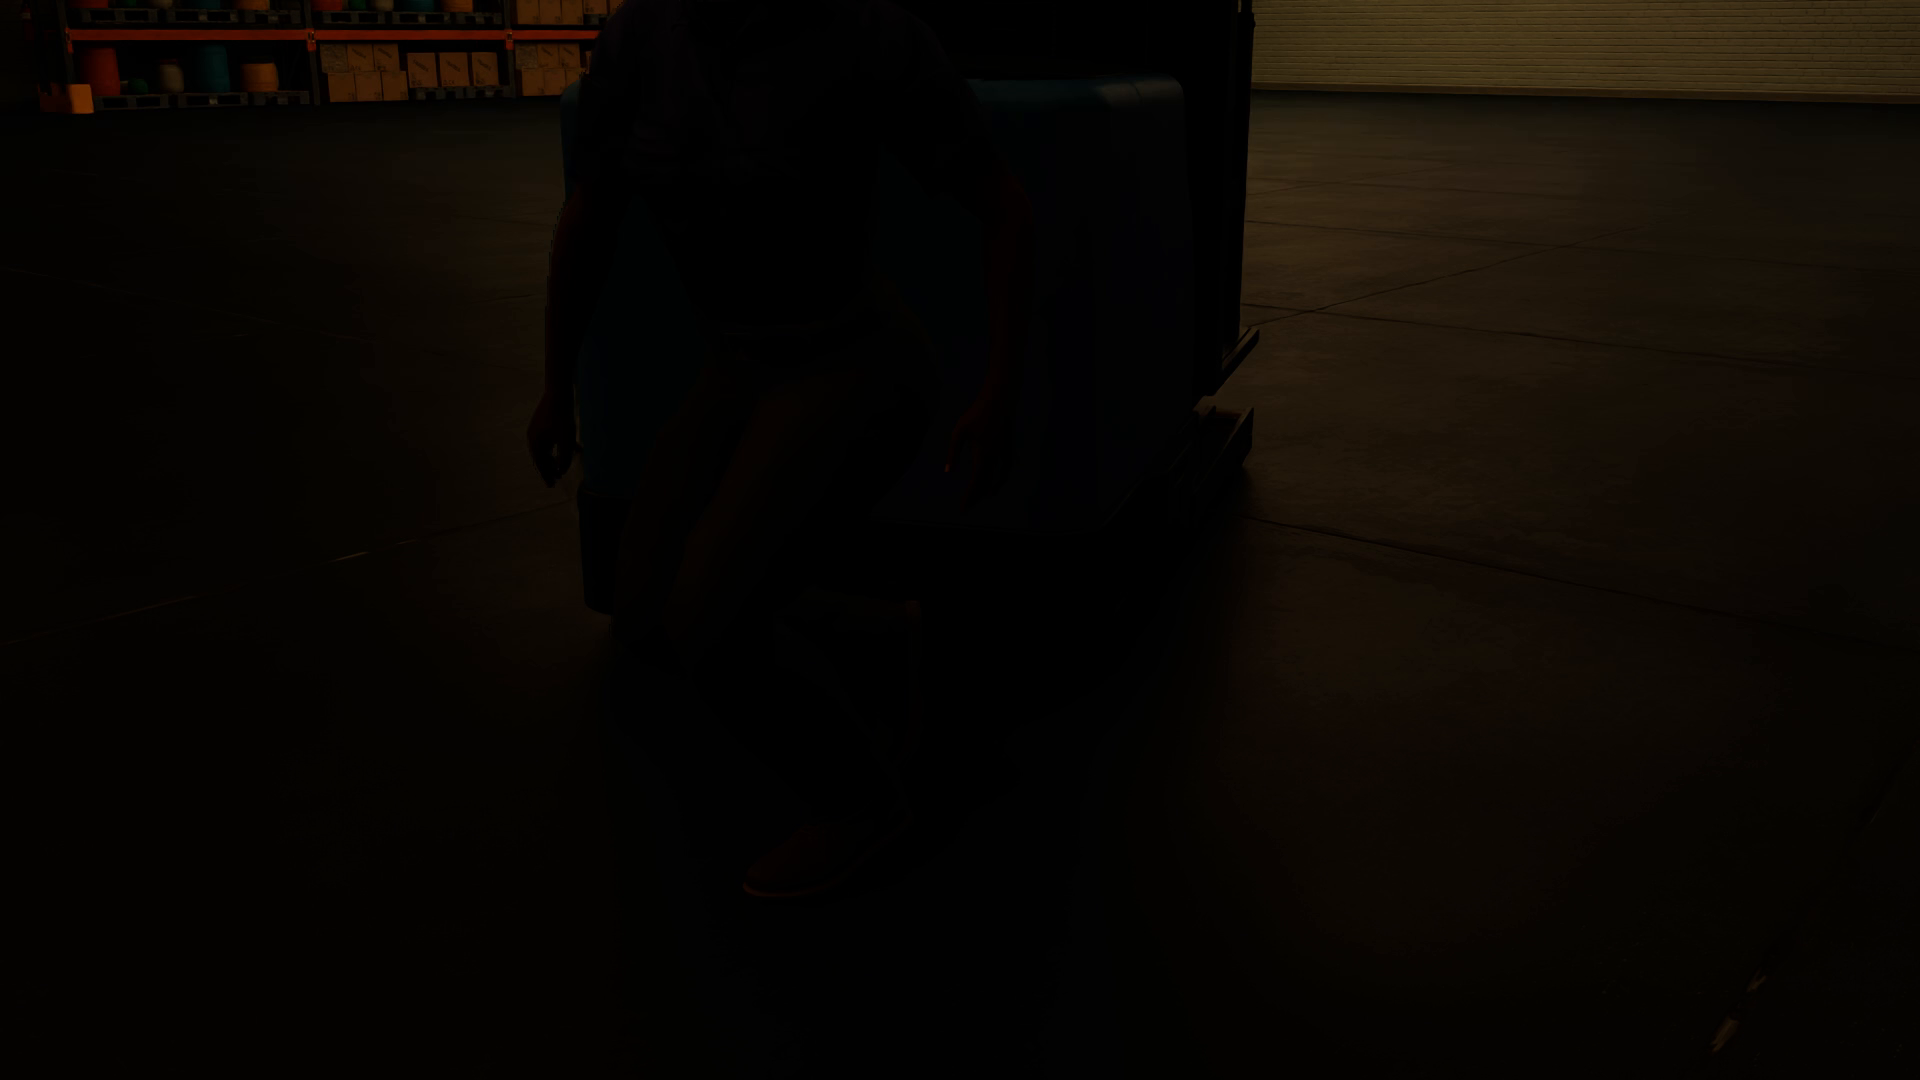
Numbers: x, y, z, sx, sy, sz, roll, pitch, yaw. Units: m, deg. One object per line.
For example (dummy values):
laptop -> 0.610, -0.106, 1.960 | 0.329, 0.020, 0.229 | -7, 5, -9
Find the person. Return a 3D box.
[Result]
person -> -0.212, -0.242, 2.295 | 0.746, 1.449, 0.620 | 13, 21, 36

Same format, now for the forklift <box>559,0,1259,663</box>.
forklift -> 0.182, -1.571, 4.072 | 1.130, 2.935, 3.031 | 5, 18, 17
